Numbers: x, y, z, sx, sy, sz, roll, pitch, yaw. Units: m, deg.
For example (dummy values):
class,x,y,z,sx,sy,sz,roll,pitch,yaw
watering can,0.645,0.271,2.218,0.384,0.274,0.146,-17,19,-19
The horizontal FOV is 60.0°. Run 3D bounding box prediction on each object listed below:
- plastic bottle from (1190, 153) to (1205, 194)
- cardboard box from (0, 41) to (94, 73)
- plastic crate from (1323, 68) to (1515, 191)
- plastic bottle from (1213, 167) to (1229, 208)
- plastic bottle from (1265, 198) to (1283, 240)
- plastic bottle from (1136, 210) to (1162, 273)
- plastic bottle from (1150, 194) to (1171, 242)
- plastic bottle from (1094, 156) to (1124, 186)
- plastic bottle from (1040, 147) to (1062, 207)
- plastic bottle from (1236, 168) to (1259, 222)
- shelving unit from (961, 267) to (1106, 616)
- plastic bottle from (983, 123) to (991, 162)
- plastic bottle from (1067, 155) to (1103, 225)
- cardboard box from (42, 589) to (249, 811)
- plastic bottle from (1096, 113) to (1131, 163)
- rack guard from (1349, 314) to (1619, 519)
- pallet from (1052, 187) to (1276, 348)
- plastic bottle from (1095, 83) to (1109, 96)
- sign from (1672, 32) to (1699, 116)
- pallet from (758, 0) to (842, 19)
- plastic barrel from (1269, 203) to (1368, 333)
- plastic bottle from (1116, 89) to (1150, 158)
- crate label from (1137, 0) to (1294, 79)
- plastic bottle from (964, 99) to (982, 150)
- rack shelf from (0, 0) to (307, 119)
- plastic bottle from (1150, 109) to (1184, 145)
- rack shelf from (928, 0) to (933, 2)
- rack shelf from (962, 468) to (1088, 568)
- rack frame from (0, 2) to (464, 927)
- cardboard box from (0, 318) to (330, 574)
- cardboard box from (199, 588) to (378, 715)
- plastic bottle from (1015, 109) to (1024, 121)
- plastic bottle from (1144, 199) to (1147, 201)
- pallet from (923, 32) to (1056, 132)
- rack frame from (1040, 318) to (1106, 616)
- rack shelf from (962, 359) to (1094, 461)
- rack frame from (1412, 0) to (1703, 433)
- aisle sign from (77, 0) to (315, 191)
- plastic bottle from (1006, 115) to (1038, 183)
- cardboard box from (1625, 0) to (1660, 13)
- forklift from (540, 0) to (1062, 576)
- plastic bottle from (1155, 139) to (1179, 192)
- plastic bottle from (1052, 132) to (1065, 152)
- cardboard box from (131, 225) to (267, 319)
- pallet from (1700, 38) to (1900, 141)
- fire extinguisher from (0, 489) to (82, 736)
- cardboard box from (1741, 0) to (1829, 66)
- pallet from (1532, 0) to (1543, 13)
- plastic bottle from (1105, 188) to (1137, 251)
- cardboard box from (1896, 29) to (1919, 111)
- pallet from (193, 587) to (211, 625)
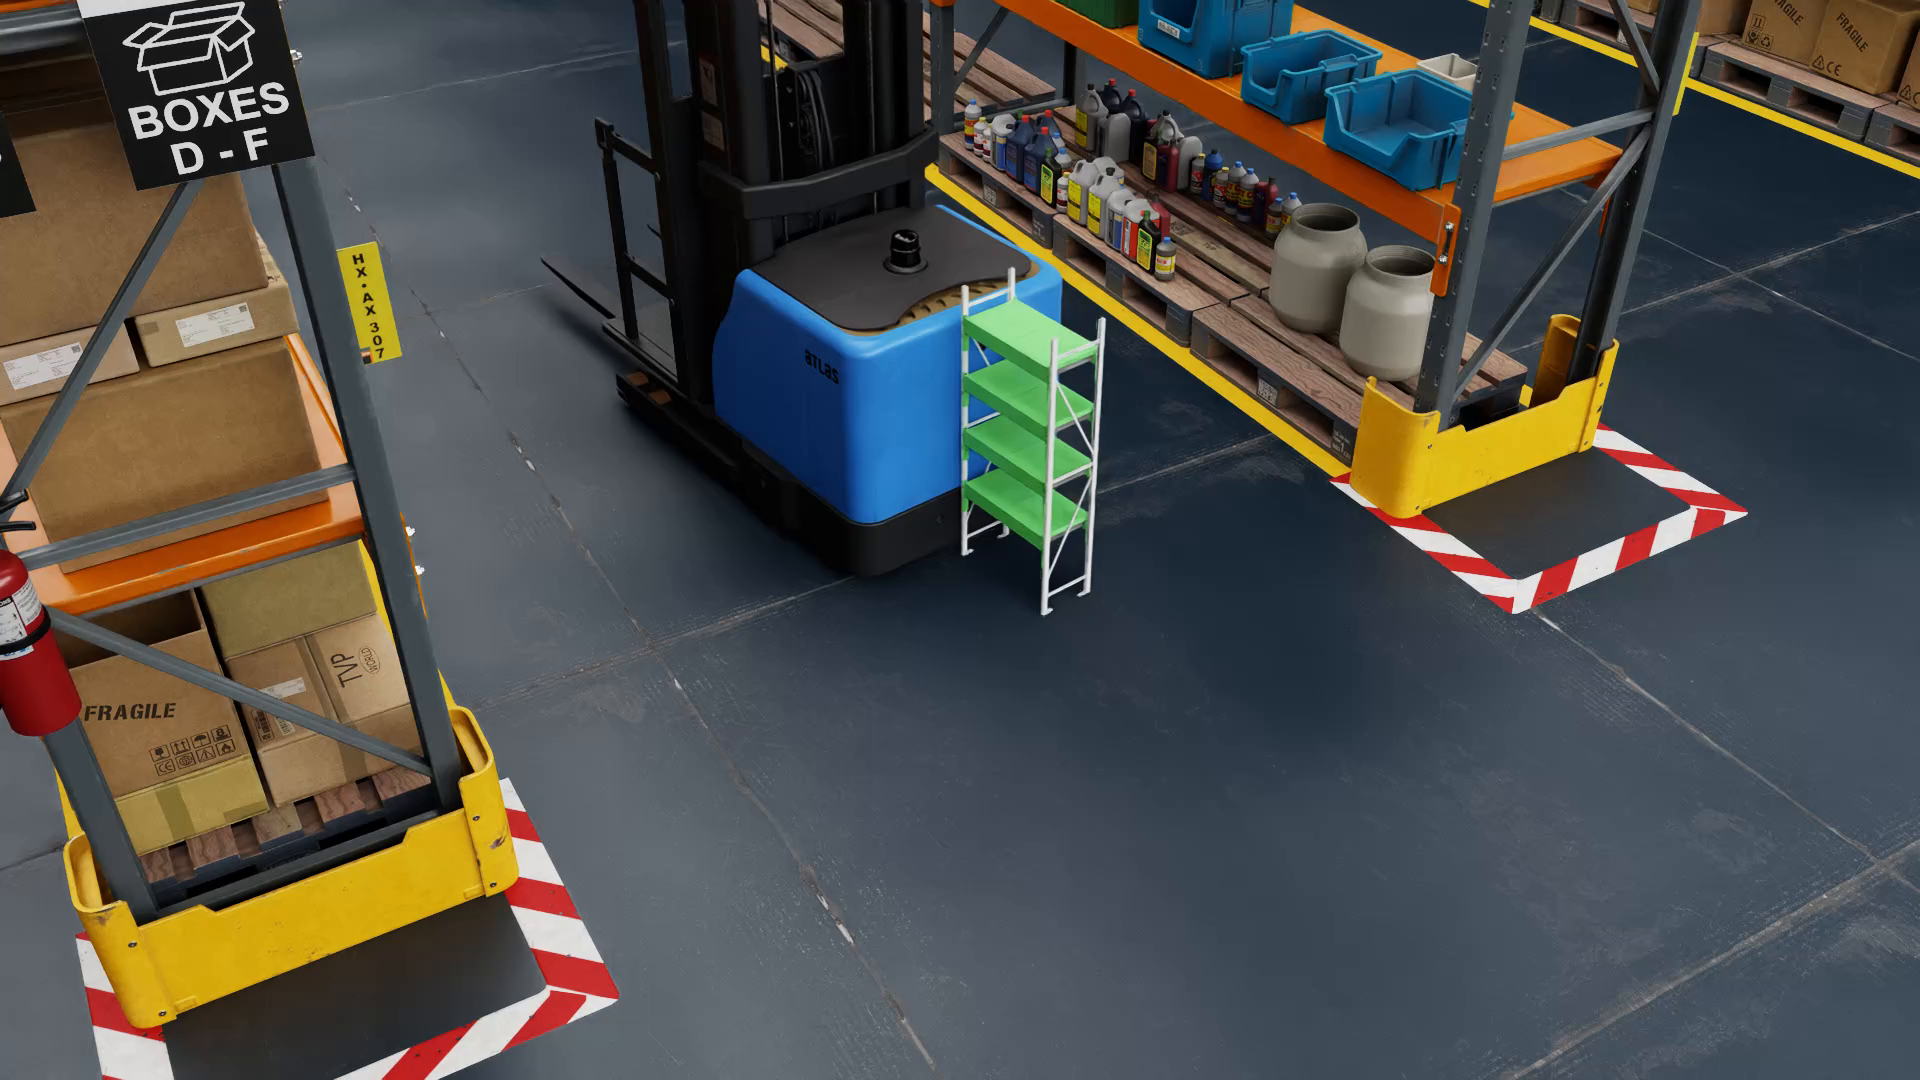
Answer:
class,x,y,z,sx,sy,sz,roll,pitch,yaw
plastic bottle,1.285,-1.967,8.899,0.097,0.201,0.097,0,36,0
cardboard box,-2.502,-1.155,4.603,0.700,0.500,0.500,-20,41,-25
plastic crate,1.792,-1.627,6.561,0.499,0.251,0.616,-19,40,-24
plastic bottle,1.388,-1.862,8.756,0.097,0.201,0.097,0,36,0
plastic bottle,1.609,-1.638,8.449,0.097,0.201,0.097,0,36,0
plastic bottle,0.926,-1.463,8.139,0.061,0.283,0.133,-18,40,-23
plastic bottle,0.989,-1.577,8.296,0.061,0.283,0.133,-19,40,-24
plastic bottle,0.763,-1.848,8.673,0.152,0.276,0.135,-19,40,-24
plastic bottle,0.481,-1.914,8.758,0.061,0.283,0.133,-17,39,-22
plastic bottle,1.489,-1.789,8.596,0.097,0.271,0.097,0,36,0
shelving unit,0.255,-0.354,6.217,0.258,1.200,0.503,-25,43,-30
plastic bottle,0.176,-2.212,9.235,0.097,0.201,0.097,0,36,0
plastic bottle,0.648,-1.821,8.573,0.144,0.351,0.185,-19,40,-24
cardboard box,-2.509,0.398,5.002,0.500,0.500,0.500,-19,40,-24
plastic bottle,0.846,-2.241,9.211,0.152,0.276,0.135,-19,40,-24
rack guard,2.223,-0.536,7.060,1.175,0.500,0.348,-19,40,-24
pallet,1.211,-1.457,8.566,1.003,0.211,1.213,-19,40,-24
plastic bottle,0.819,-2.494,9.551,0.061,0.283,0.133,-17,39,-22
sign,2.780,-1.794,6.428,0.100,0.325,0.005,-19,40,-24
pallet,-1.361,-4.068,12.141,1.003,0.211,1.213,-19,40,-24
plastic barrel,1.654,-1.254,7.678,0.421,0.512,0.421,0,36,0
plastic bottle,0.962,-2.328,9.267,0.144,0.351,0.185,-21,41,-26
crate label,1.144,-2.394,7.454,0.502,0.435,0.616,-19,40,-24
plastic bottle,0.074,-2.344,9.357,0.097,0.271,0.097,0,36,0
rack shelf,-2.987,-1.996,5.006,1.077,0.370,4.000,-19,40,-24
plastic bottle,1.124,-2.163,9.041,0.144,0.351,0.185,-19,40,-24
rack shelf,-0.712,-4.290,10.691,1.077,0.370,4.000,-19,40,-24
rack shelf,0.255,-0.108,6.396,0.258,0.148,0.480,-25,43,-30
rack frame,-1.983,-0.055,4.282,1.000,3.000,0.127,-19,40,-24
cardboard box,-2.206,-0.337,4.584,0.700,0.500,0.500,-19,40,-24
cardboard box,-2.314,0.292,5.782,0.500,0.250,0.500,-19,40,-24
plastic bottle,0.351,-2.224,9.182,0.061,0.283,0.133,-19,40,-24
plastic bottle,0.926,-1.629,8.437,0.097,0.201,0.097,0,36,0
pallet,-0.136,-2.824,10.437,1.003,0.211,1.213,-19,40,-24
rack frame,0.407,-0.241,6.063,0.240,1.200,0.015,-25,43,-30
rack shelf,0.255,-0.496,6.113,0.258,0.148,0.480,-25,43,-30
rack frame,2.302,-1.521,6.289,1.000,3.000,0.127,-19,40,-24
aisle sign,-1.685,-1.162,3.594,0.394,0.787,0.004,-19,40,-24
plastic bottle,0.339,-2.134,9.002,0.144,0.351,0.185,-18,40,-23
cardboard box,4.741,-3.973,11.410,0.500,0.500,0.500,-20,41,-25
forklift,-0.900,-1.852,6.801,1.130,2.935,3.031,-25,43,-30
plastic bottle,1.110,-2.020,8.903,0.061,0.283,0.133,-19,40,-24
plastic bottle,0.517,-2.064,8.973,0.097,0.271,0.097,0,36,0
cardboard box,-2.128,-0.755,4.606,0.380,0.149,0.250,-20,41,-25
pallet,5.560,-2.948,10.607,1.003,0.211,1.213,-19,40,-24
fire extinguisher,-2.325,0.174,4.034,0.296,0.674,0.183,-19,40,-24
cardboard box,5.416,-3.390,10.611,0.500,0.500,0.500,-23,42,-28
pallet,4.183,-4.299,12.457,1.003,0.211,1.213,-19,40,-24
plastic bottle,0.828,-1.613,8.351,0.152,0.276,0.135,-20,41,-25
cardboard box,5.955,-2.767,9.758,0.500,0.500,0.500,-9,37,-12
pallet,-3.012,0.072,6.472,1.003,0.211,1.213,-19,40,-24
